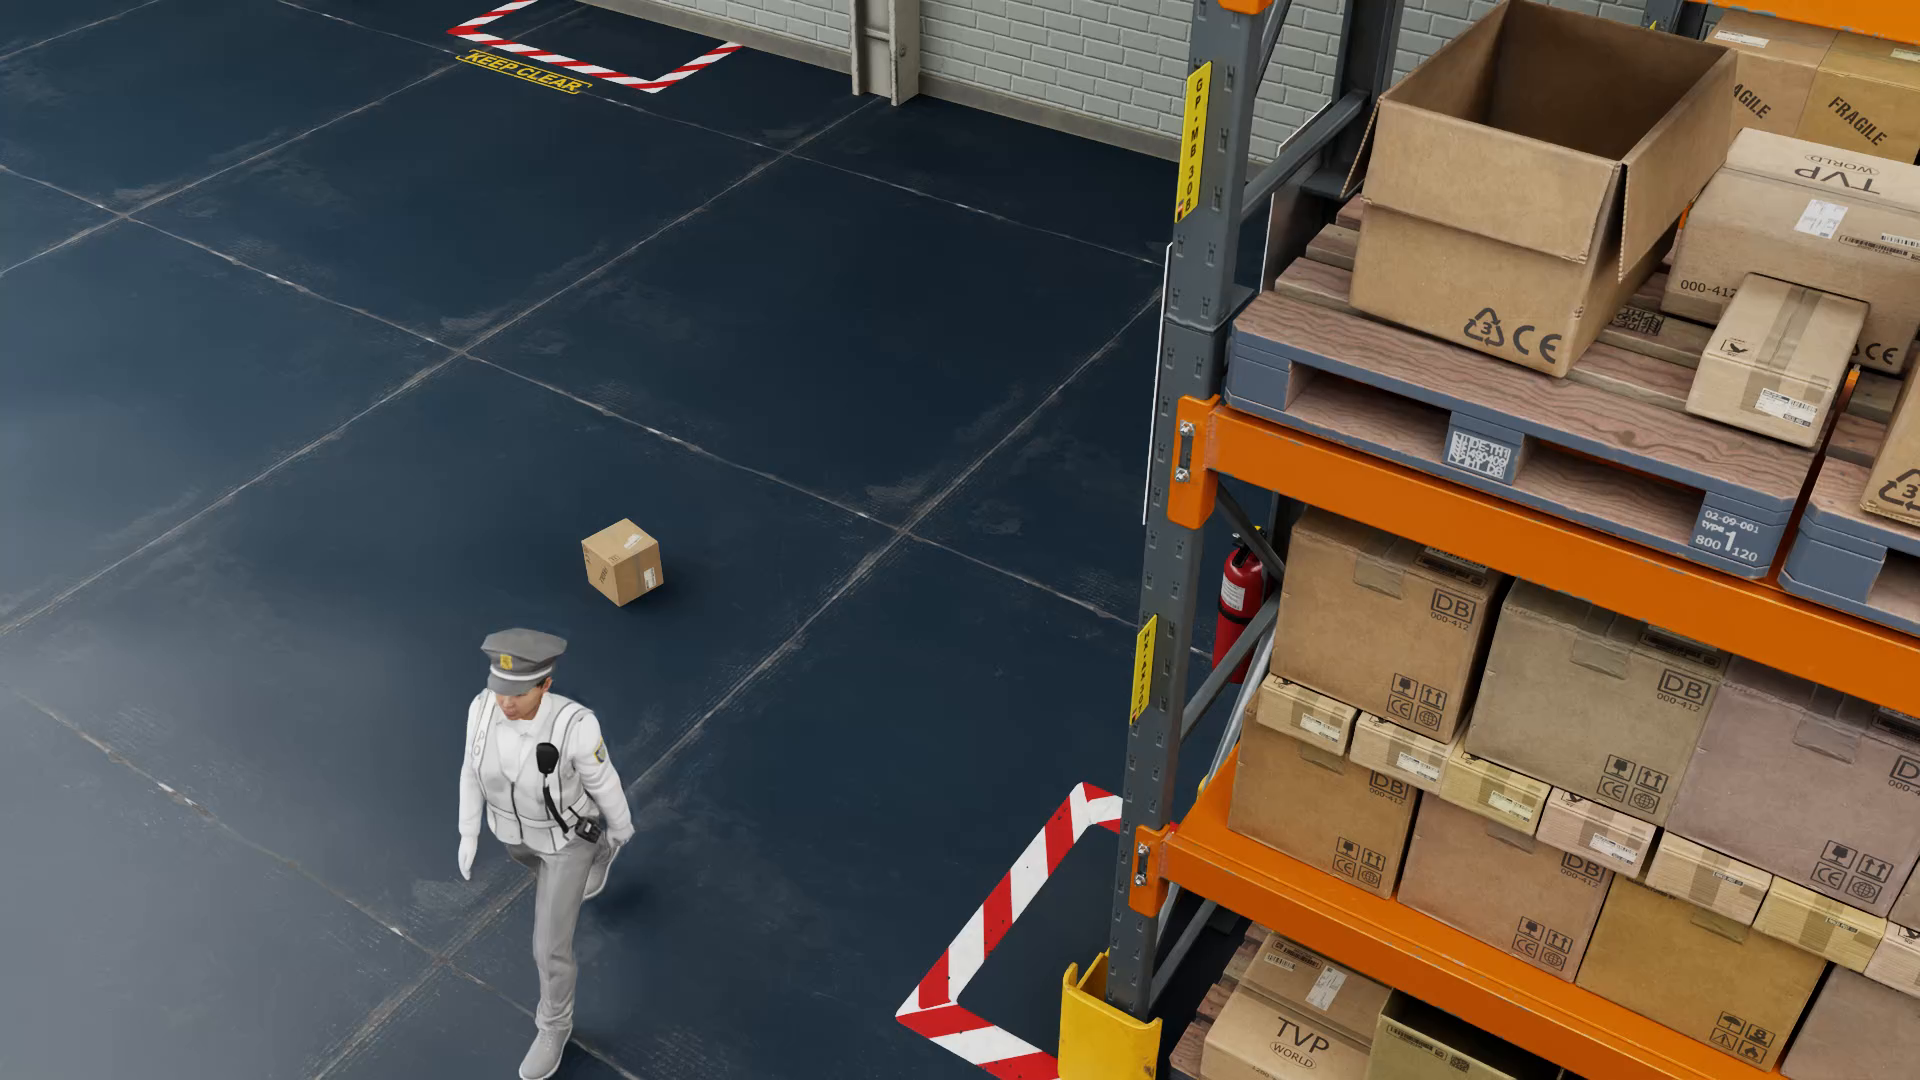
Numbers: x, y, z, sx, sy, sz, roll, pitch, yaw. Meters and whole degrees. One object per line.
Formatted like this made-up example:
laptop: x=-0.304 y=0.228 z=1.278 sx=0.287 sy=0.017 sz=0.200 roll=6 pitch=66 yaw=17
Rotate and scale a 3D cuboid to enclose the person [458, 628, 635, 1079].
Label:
person: x=-1.362 y=0.915 z=5.507 sx=0.507 sy=1.643 sz=0.988 roll=12 pitch=40 yaw=15
